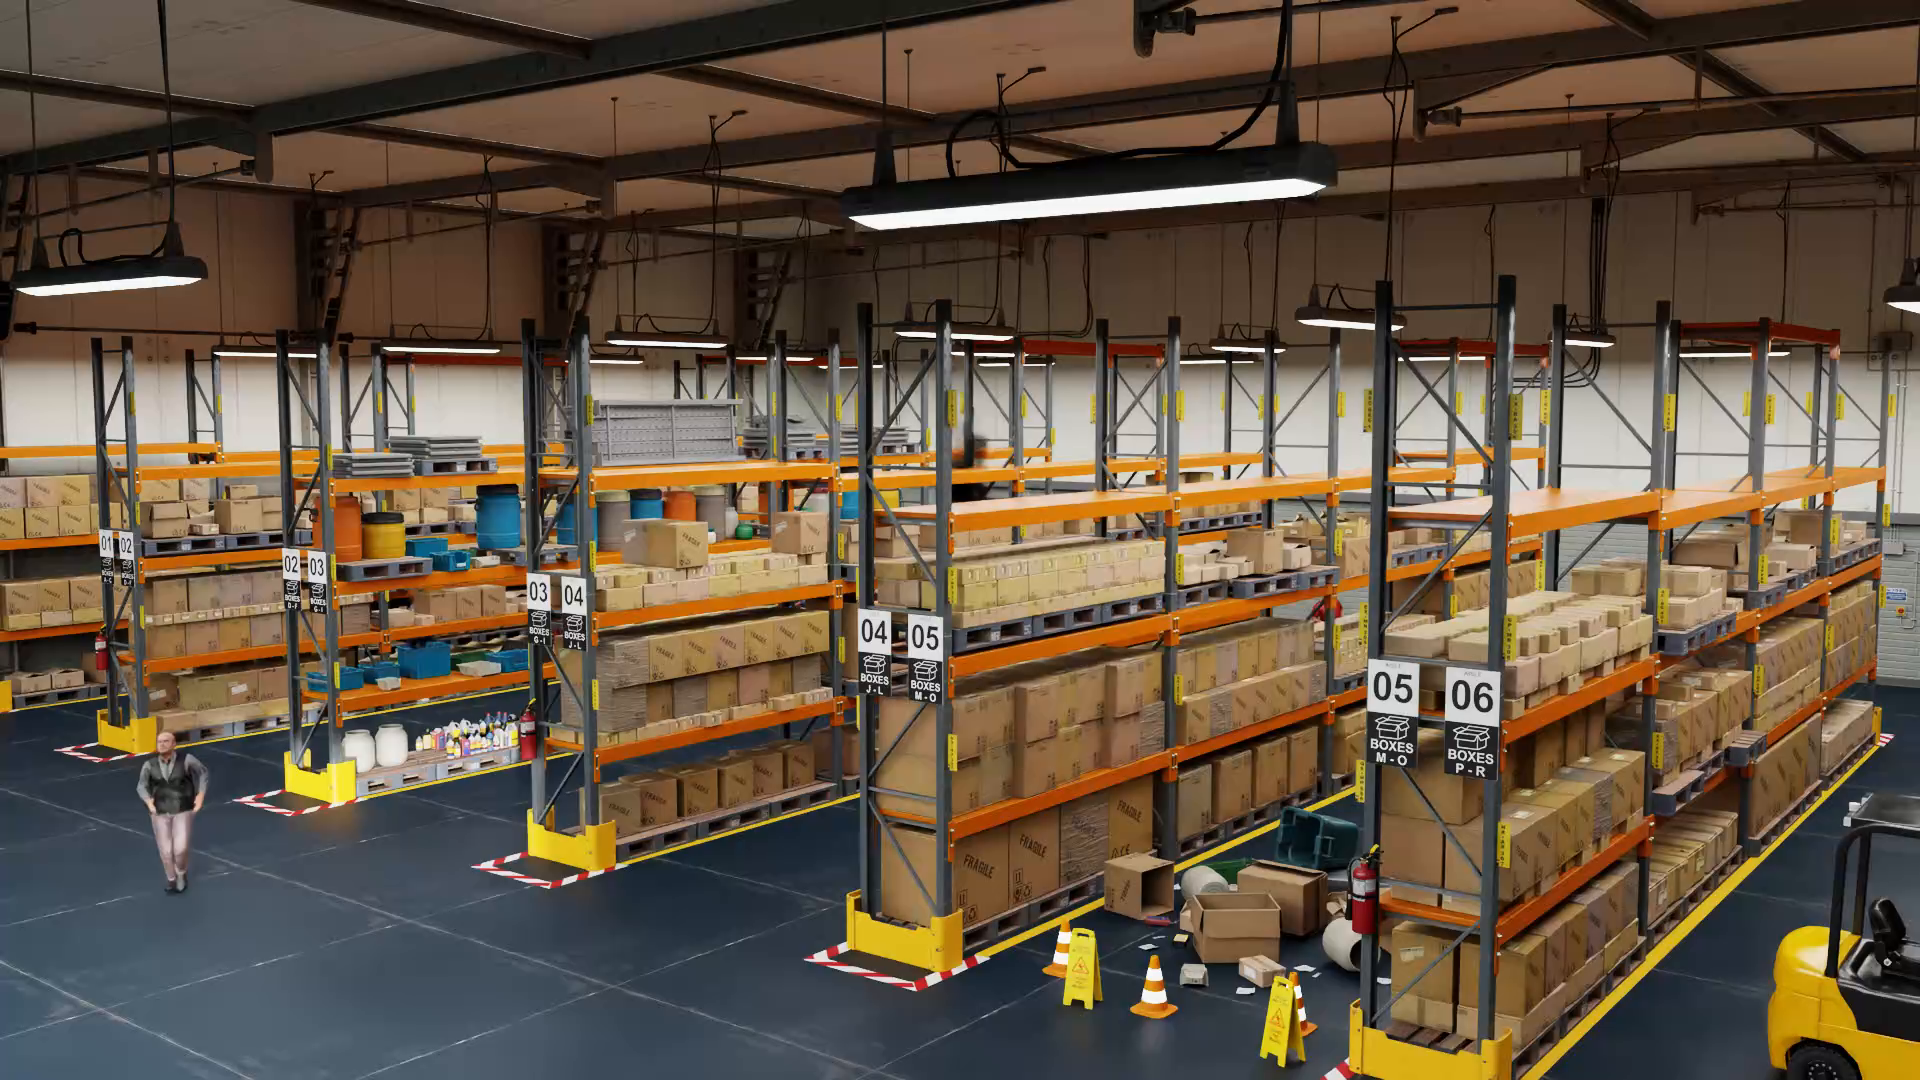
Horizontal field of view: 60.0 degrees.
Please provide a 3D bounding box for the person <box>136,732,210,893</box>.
[{"bbox_3d":[-8.145,2.824,17.195,0.672,1.677,0.619,-1,5,-14],"label":"person"}]

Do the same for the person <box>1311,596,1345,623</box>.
[{"bbox_3d":[6.721,1.706,30.179,0.692,1.712,0.756,-1,5,-6],"label":"person"}]

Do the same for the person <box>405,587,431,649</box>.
[{"bbox_3d":[-9.864,1.703,30.492,0.581,1.702,0.814,4,6,39],"label":"person"}]
